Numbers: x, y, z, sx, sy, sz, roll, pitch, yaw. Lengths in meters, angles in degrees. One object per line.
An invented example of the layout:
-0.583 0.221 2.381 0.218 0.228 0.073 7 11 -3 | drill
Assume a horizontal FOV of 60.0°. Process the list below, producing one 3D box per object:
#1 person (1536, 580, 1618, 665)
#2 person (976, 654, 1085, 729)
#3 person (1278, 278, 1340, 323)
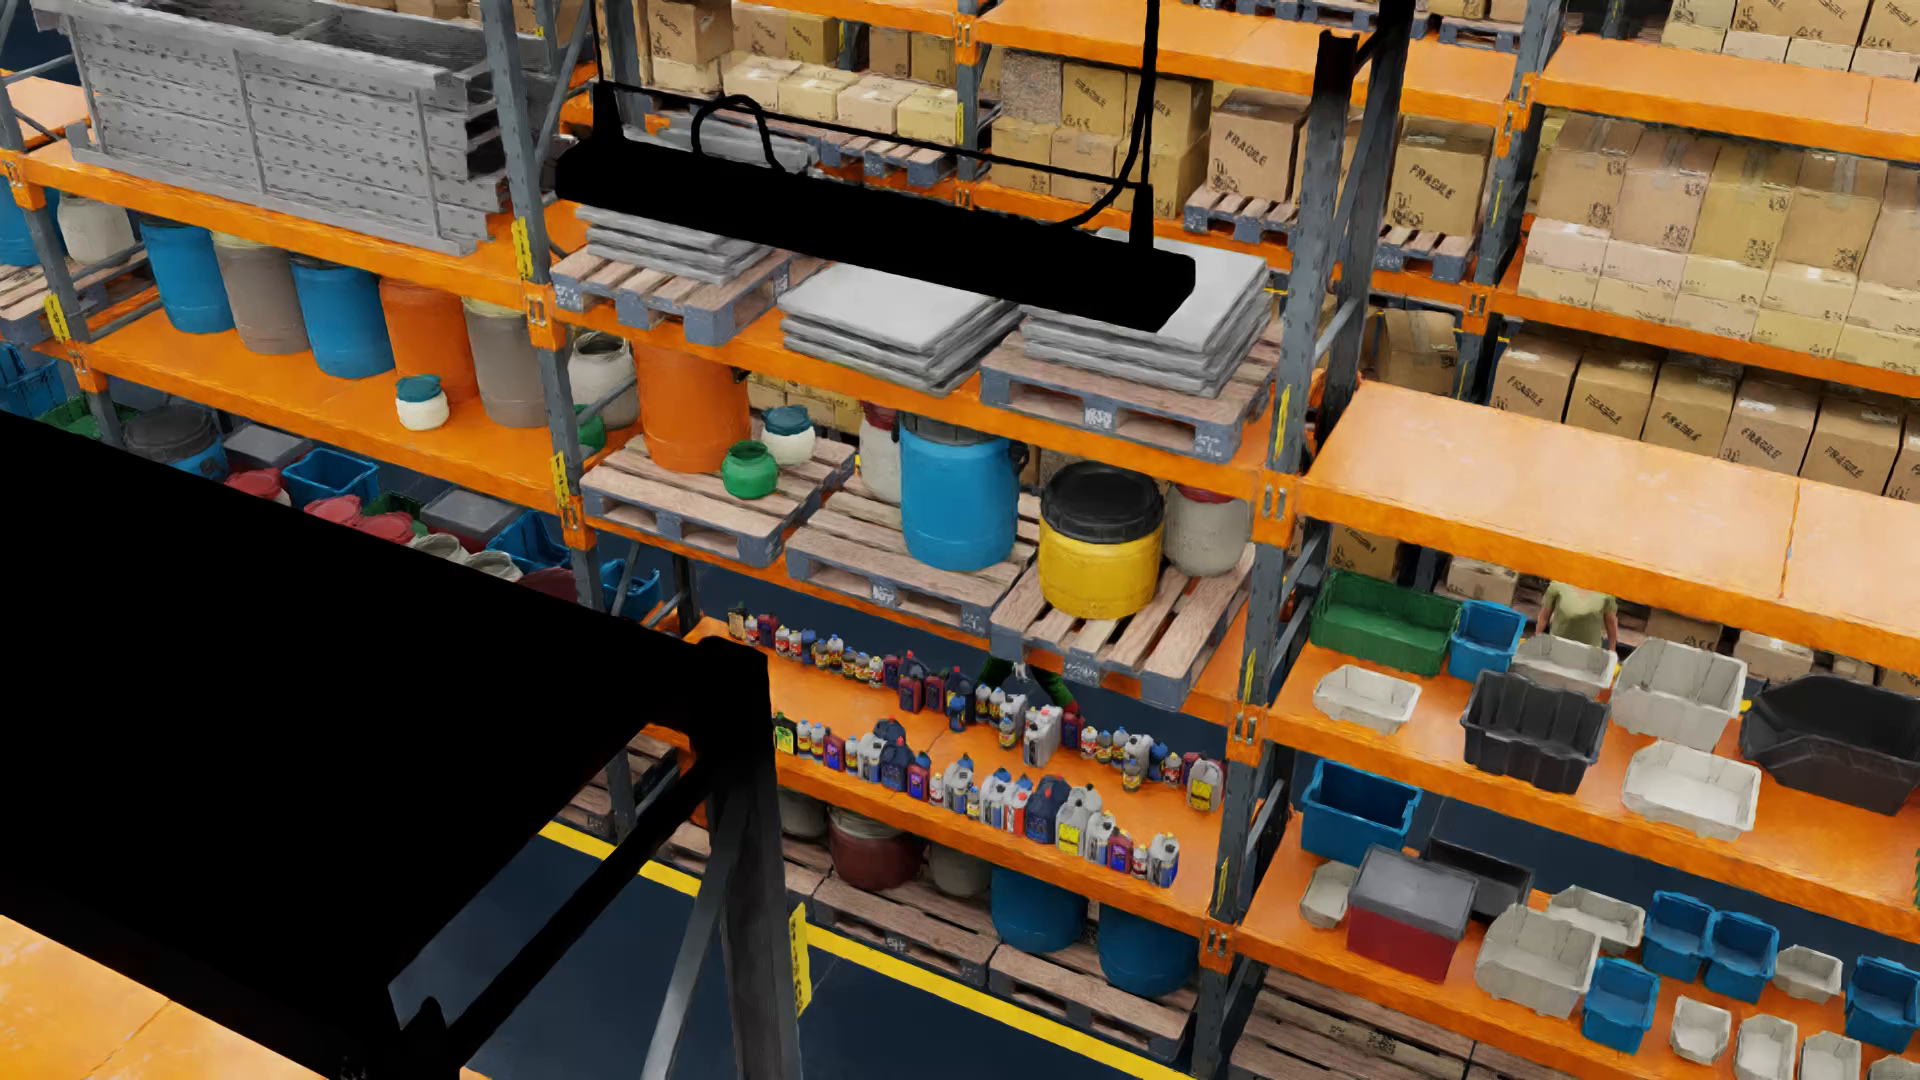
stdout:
4.161 0.755 11.304 0.598 1.681 0.380 9 36 13 | person
0.380 0.651 11.431 1.123 1.709 0.553 18 39 23 | person
3.535 -2.668 16.252 1.098 1.586 0.448 15 38 20 | person
